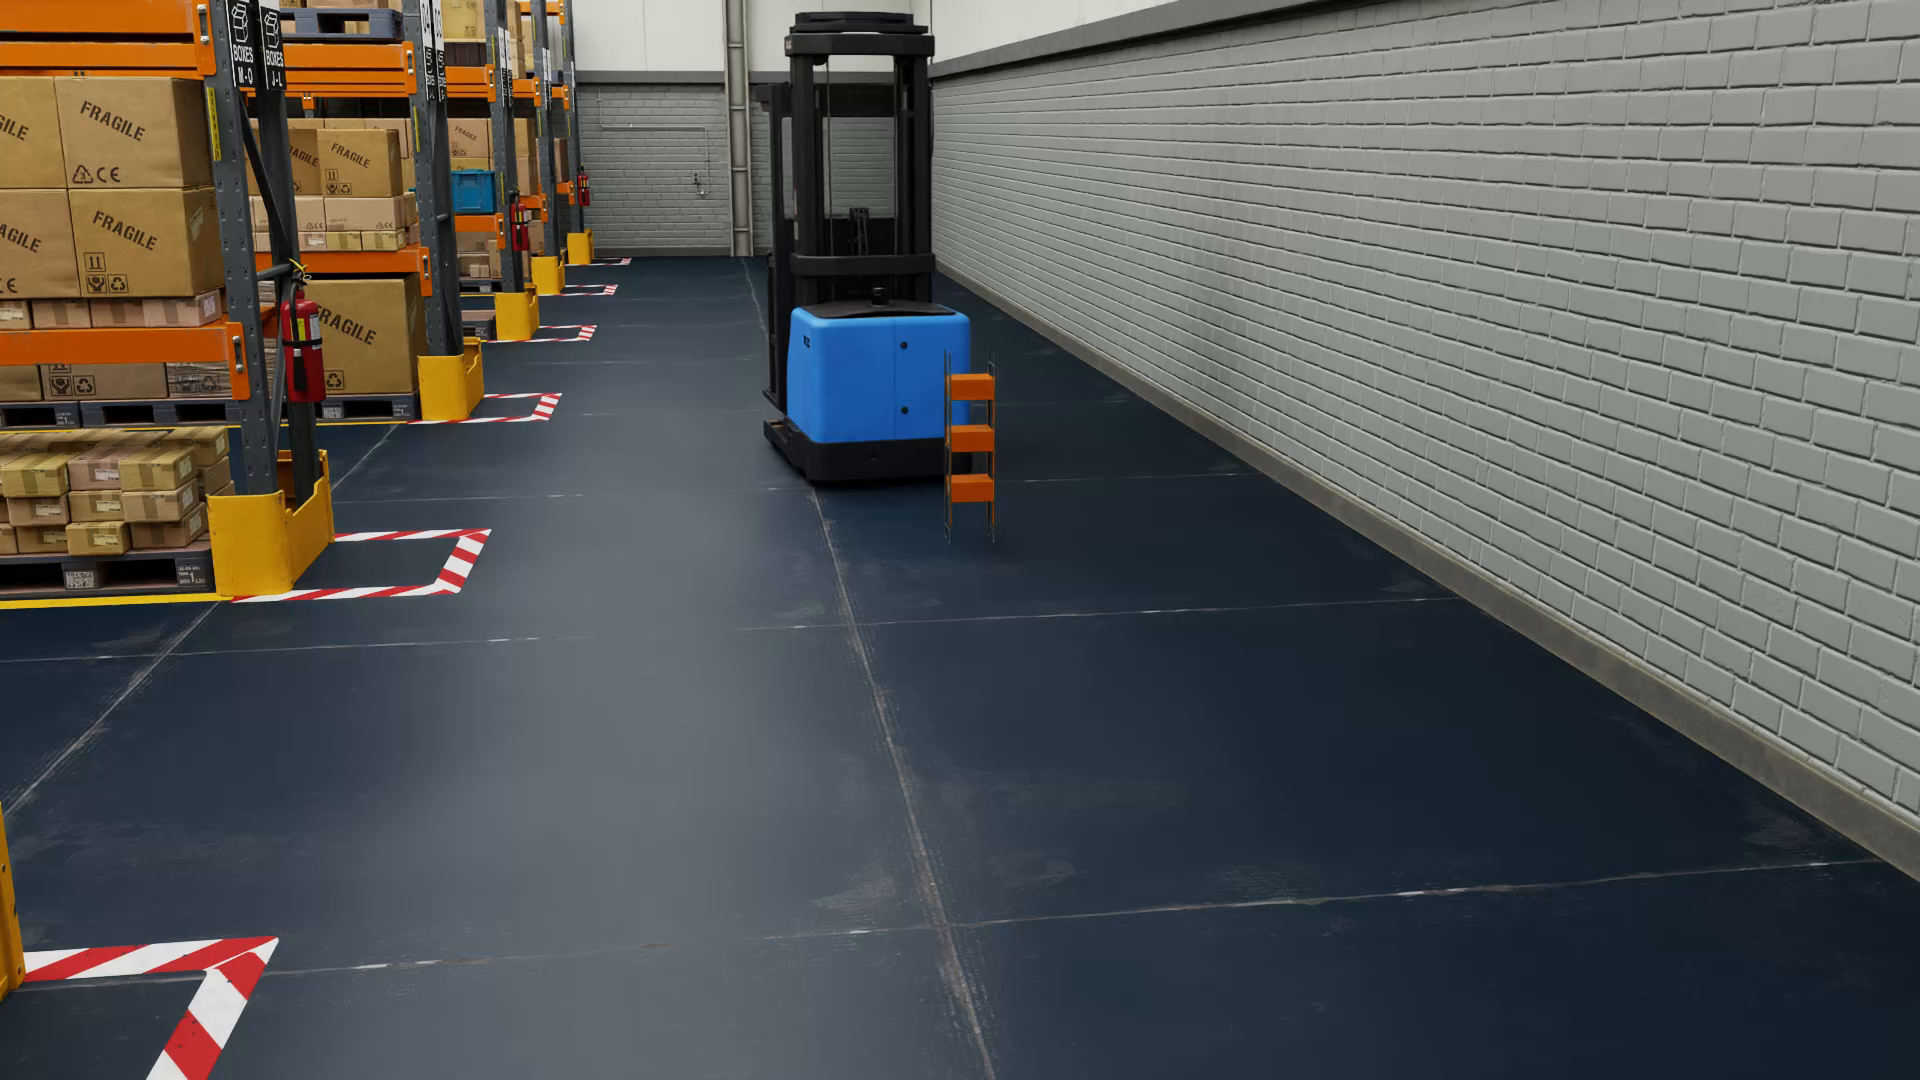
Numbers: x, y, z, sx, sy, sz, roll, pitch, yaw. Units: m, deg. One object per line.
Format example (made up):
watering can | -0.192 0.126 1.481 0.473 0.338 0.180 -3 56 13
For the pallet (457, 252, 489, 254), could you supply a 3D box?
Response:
pallet | -8.317 -4.652 27.338 1.213 0.211 1.003 -2 14 -8

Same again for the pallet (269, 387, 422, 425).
pallet | -4.900 -1.121 13.258 1.213 0.211 1.003 -2 14 -8

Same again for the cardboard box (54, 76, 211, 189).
cardboard box | -3.897 -1.926 7.863 0.500 0.500 0.500 -2 14 -9

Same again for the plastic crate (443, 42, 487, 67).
plastic crate | -5.281 -5.157 17.723 0.590 0.269 0.497 -2 14 -8

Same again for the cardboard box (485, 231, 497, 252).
cardboard box | -7.507 -5.020 27.346 0.500 0.500 0.700 -2 14 -8

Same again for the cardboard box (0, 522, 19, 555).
cardboard box | -4.727 -0.042 8.219 0.250 0.149 0.380 -2 14 -8

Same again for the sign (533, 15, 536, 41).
sign | -5.530 -6.655 21.604 0.005 0.325 0.100 -2 14 -8

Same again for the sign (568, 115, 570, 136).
sign | -6.267 -6.641 26.670 0.005 0.325 0.100 -2 14 -8

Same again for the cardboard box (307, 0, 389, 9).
cardboard box | -4.627 -4.245 12.543 0.500 0.500 0.700 -3 14 -12

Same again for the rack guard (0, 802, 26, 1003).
rack guard | -2.621 1.074 3.912 0.348 0.500 1.175 -2 14 -8

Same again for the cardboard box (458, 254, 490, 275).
cardboard box | -6.667 -3.815 23.014 0.500 0.250 0.500 -2 14 -8

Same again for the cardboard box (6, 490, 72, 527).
cardboard box | -4.475 -0.183 8.170 0.250 0.149 0.380 -3 14 -11

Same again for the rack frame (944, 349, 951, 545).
rack frame | -0.068 -0.507 9.084 0.008 1.050 0.200 -2 14 -8

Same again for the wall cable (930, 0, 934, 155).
wall cable | -0.688 -7.619 27.485 0.112 2.526 3.097 -2 14 -8

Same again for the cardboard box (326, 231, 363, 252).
cardboard box | -4.681 -2.298 12.734 0.250 0.149 0.380 -2 14 -8

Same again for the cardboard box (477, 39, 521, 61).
cardboard box | -6.063 -6.449 21.885 0.500 0.250 0.500 -2 14 -8

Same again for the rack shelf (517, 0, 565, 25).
rack shelf | -8.312 -8.390 26.480 4.000 0.370 1.077 -2 14 -8

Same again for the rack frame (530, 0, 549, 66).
rack frame | -5.593 -7.814 21.882 0.127 3.000 1.000 -2 14 -8

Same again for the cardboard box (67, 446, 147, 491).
cardboard box | -4.225 -0.359 8.260 0.250 0.149 0.380 -2 14 -7

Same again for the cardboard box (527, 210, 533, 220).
cardboard box | -7.112 -5.304 27.146 0.250 0.149 0.380 -2 14 -9

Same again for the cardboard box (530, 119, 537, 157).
cardboard box | -6.071 -5.485 22.667 0.500 0.500 0.500 -2 14 -7

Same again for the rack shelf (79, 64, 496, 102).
rack shelf | -6.836 -4.746 17.294 4.000 0.370 1.077 -2 14 -8

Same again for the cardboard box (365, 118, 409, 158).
cardboard box | -7.511 -5.299 21.922 0.500 0.500 0.500 -2 14 -7

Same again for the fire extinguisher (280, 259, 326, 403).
fire extinguisher | -3.164 -1.004 7.986 0.183 0.674 0.296 -2 14 -8

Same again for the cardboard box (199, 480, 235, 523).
cardboard box | -4.048 -0.204 8.865 0.250 0.149 0.380 -2 14 -7

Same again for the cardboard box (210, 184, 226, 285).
cardboard box | -3.967 -1.568 8.489 0.500 0.500 0.500 -1 14 -6

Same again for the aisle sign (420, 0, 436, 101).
aisle sign | -4.005 -3.713 12.516 0.004 0.787 0.394 -2 14 -8

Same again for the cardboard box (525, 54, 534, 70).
cardboard box | -7.019 -7.640 26.592 0.500 0.250 0.500 -2 14 -7

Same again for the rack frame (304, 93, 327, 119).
rack frame | -10.290 -5.951 26.784 0.127 3.000 1.000 -2 14 -8

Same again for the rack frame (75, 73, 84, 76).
rack frame | -8.814 -3.568 17.282 0.127 3.000 1.000 -2 14 -8

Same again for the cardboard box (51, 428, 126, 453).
cardboard box | -4.573 -0.480 8.742 0.250 0.149 0.380 -2 14 -8

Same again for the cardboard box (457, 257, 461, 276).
cardboard box | -7.038 -3.678 22.469 0.500 0.250 0.500 -2 14 -8

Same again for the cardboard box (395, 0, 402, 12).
cardboard box | -7.084 -6.829 21.857 0.500 0.500 0.700 -2 14 -8

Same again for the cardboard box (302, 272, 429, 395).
cardboard box | -4.742 -1.652 13.148 0.875 0.875 0.875 -2 14 -8

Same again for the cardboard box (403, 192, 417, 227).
cardboard box | -4.636 -2.641 13.281 0.500 0.250 0.500 -2 14 -10

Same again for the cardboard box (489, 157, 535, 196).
cardboard box | -5.995 -4.871 22.274 0.500 0.500 0.500 -2 14 -7

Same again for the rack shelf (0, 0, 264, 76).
rack shelf | -5.459 -2.358 7.771 4.000 0.370 1.077 -2 14 -8

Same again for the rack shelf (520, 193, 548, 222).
rack shelf | -7.571 -4.483 22.410 4.000 0.370 1.077 -2 14 -8

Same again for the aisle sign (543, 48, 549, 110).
aisle sign | -5.480 -6.094 22.011 0.004 0.787 0.394 -2 14 -8

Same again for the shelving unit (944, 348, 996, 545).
shelving unit | 0.053 -0.511 9.102 0.252 1.050 0.215 -2 14 -8

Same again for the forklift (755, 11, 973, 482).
forklift | -0.797 -2.101 11.576 1.130 2.935 3.031 -4 15 -15

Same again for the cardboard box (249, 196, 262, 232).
cardboard box | -5.565 -2.475 12.621 0.500 0.250 0.500 -3 14 -10

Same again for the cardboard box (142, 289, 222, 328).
cardboard box | -3.762 -1.123 8.050 0.250 0.149 0.380 -2 14 -8
